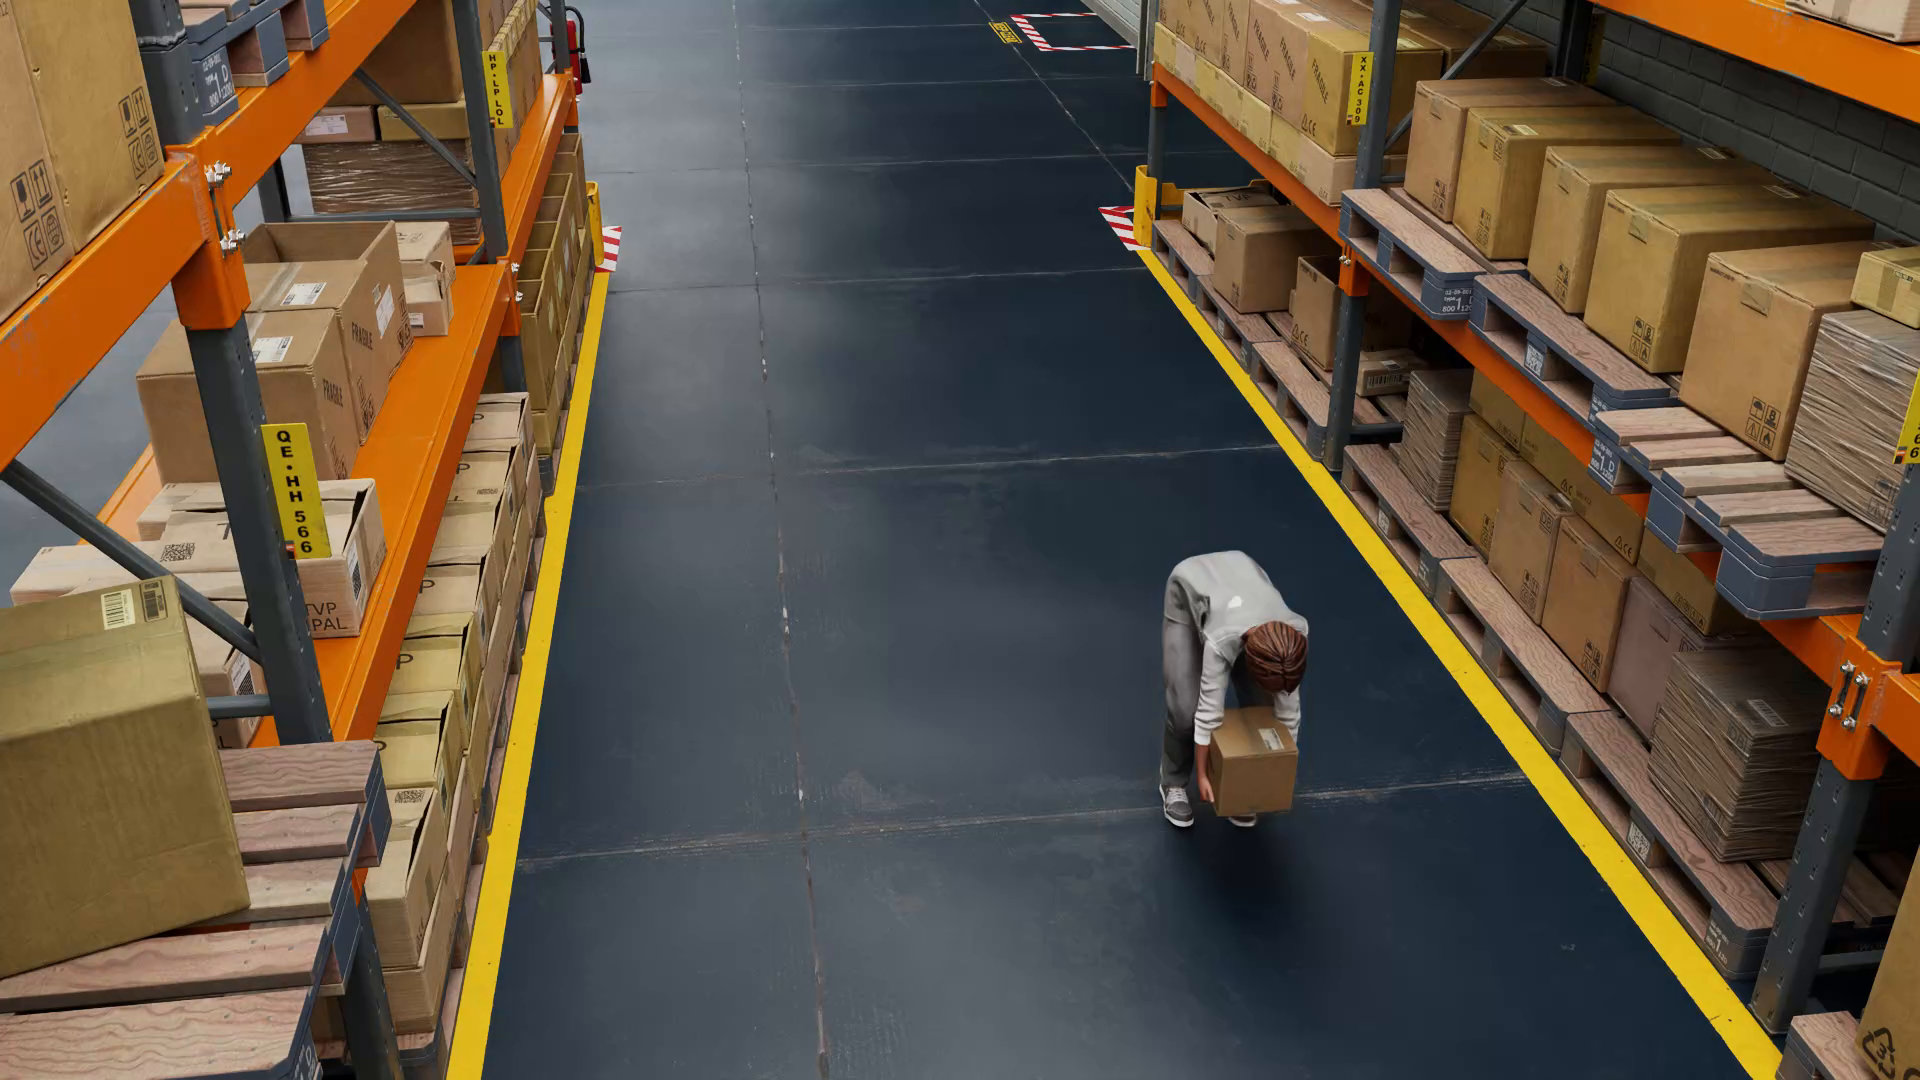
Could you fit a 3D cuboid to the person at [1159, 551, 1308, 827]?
[{"bbox_3d":[0.917,0.587,5.598,0.387,1.051,0.864,-5,28,-9],"label":"person"}]
